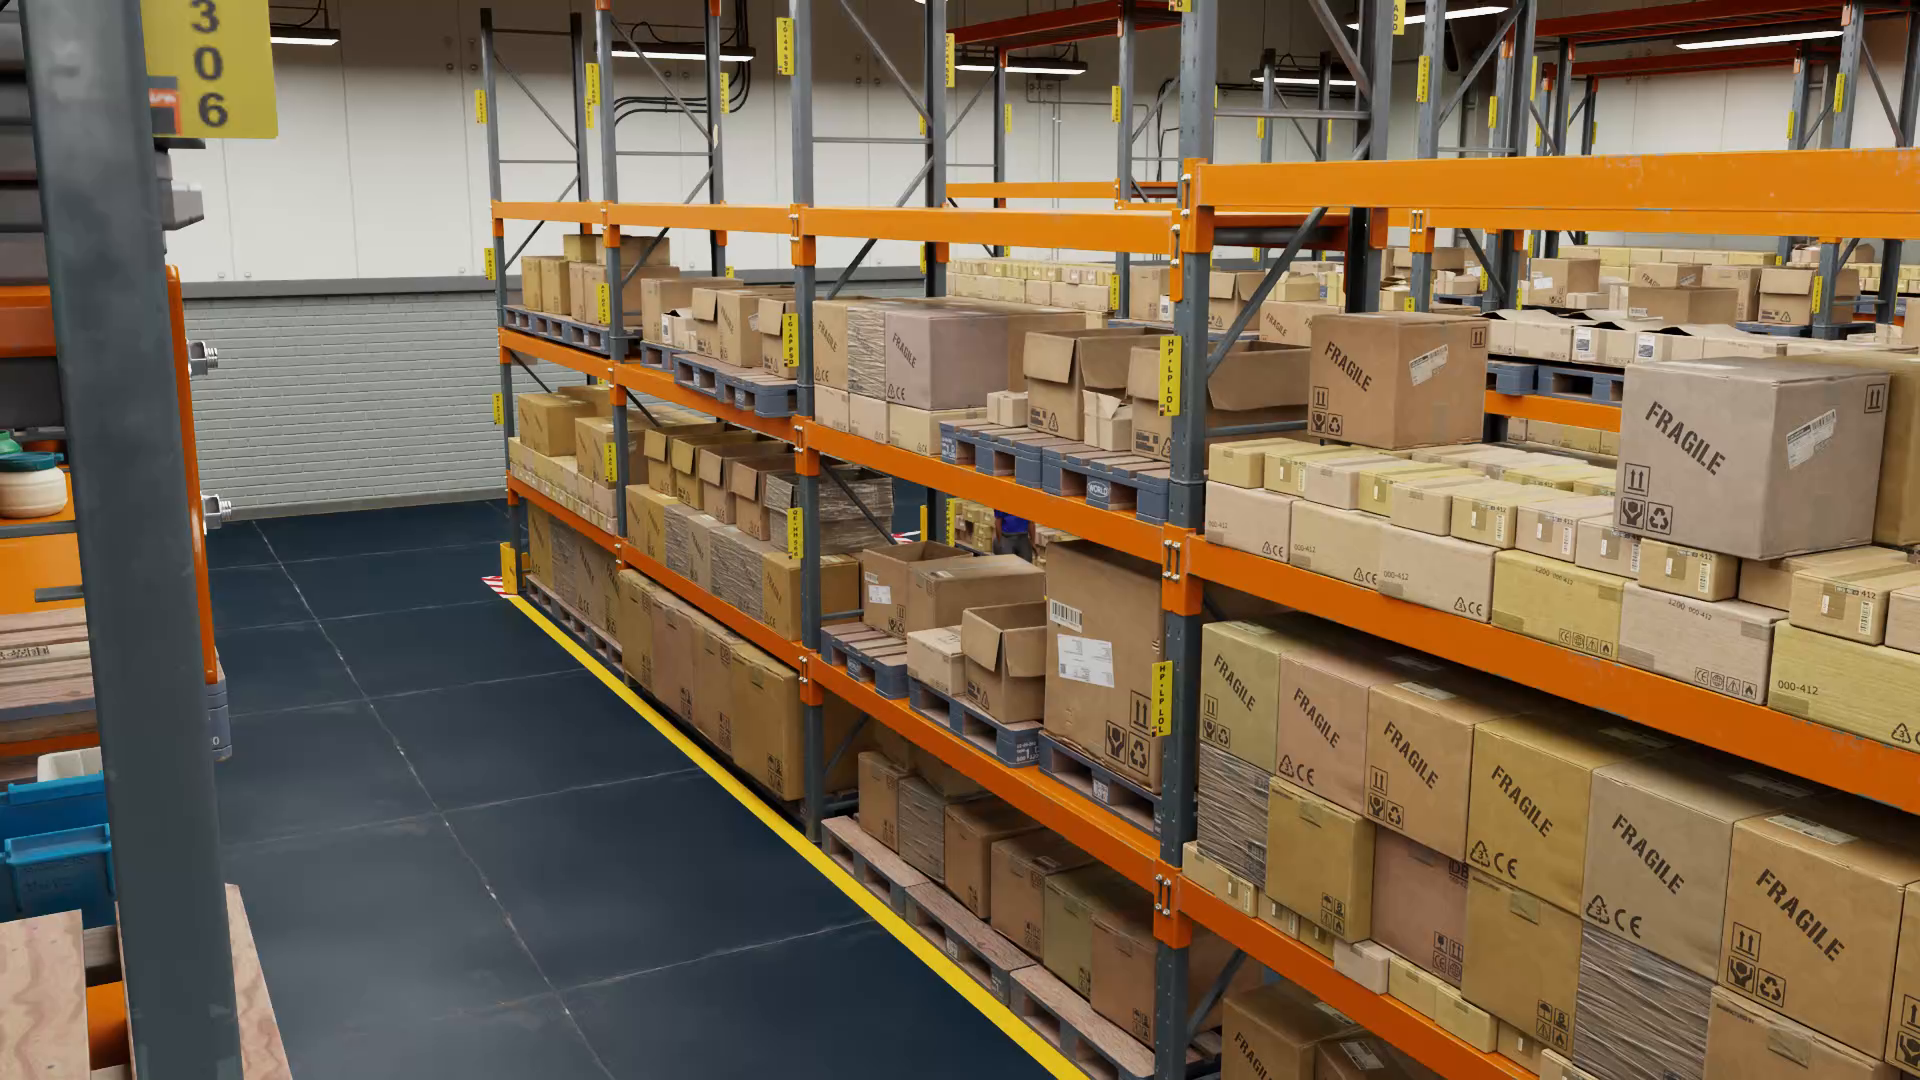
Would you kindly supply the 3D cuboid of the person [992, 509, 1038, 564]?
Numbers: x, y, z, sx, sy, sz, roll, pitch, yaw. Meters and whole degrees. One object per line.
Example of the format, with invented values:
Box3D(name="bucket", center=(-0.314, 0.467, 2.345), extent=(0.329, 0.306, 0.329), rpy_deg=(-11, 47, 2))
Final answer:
Box3D(name="person", center=(0.538, 0.071, 16.219), extent=(0.448, 1.631, 0.343), rpy_deg=(-7, 13, -29))
